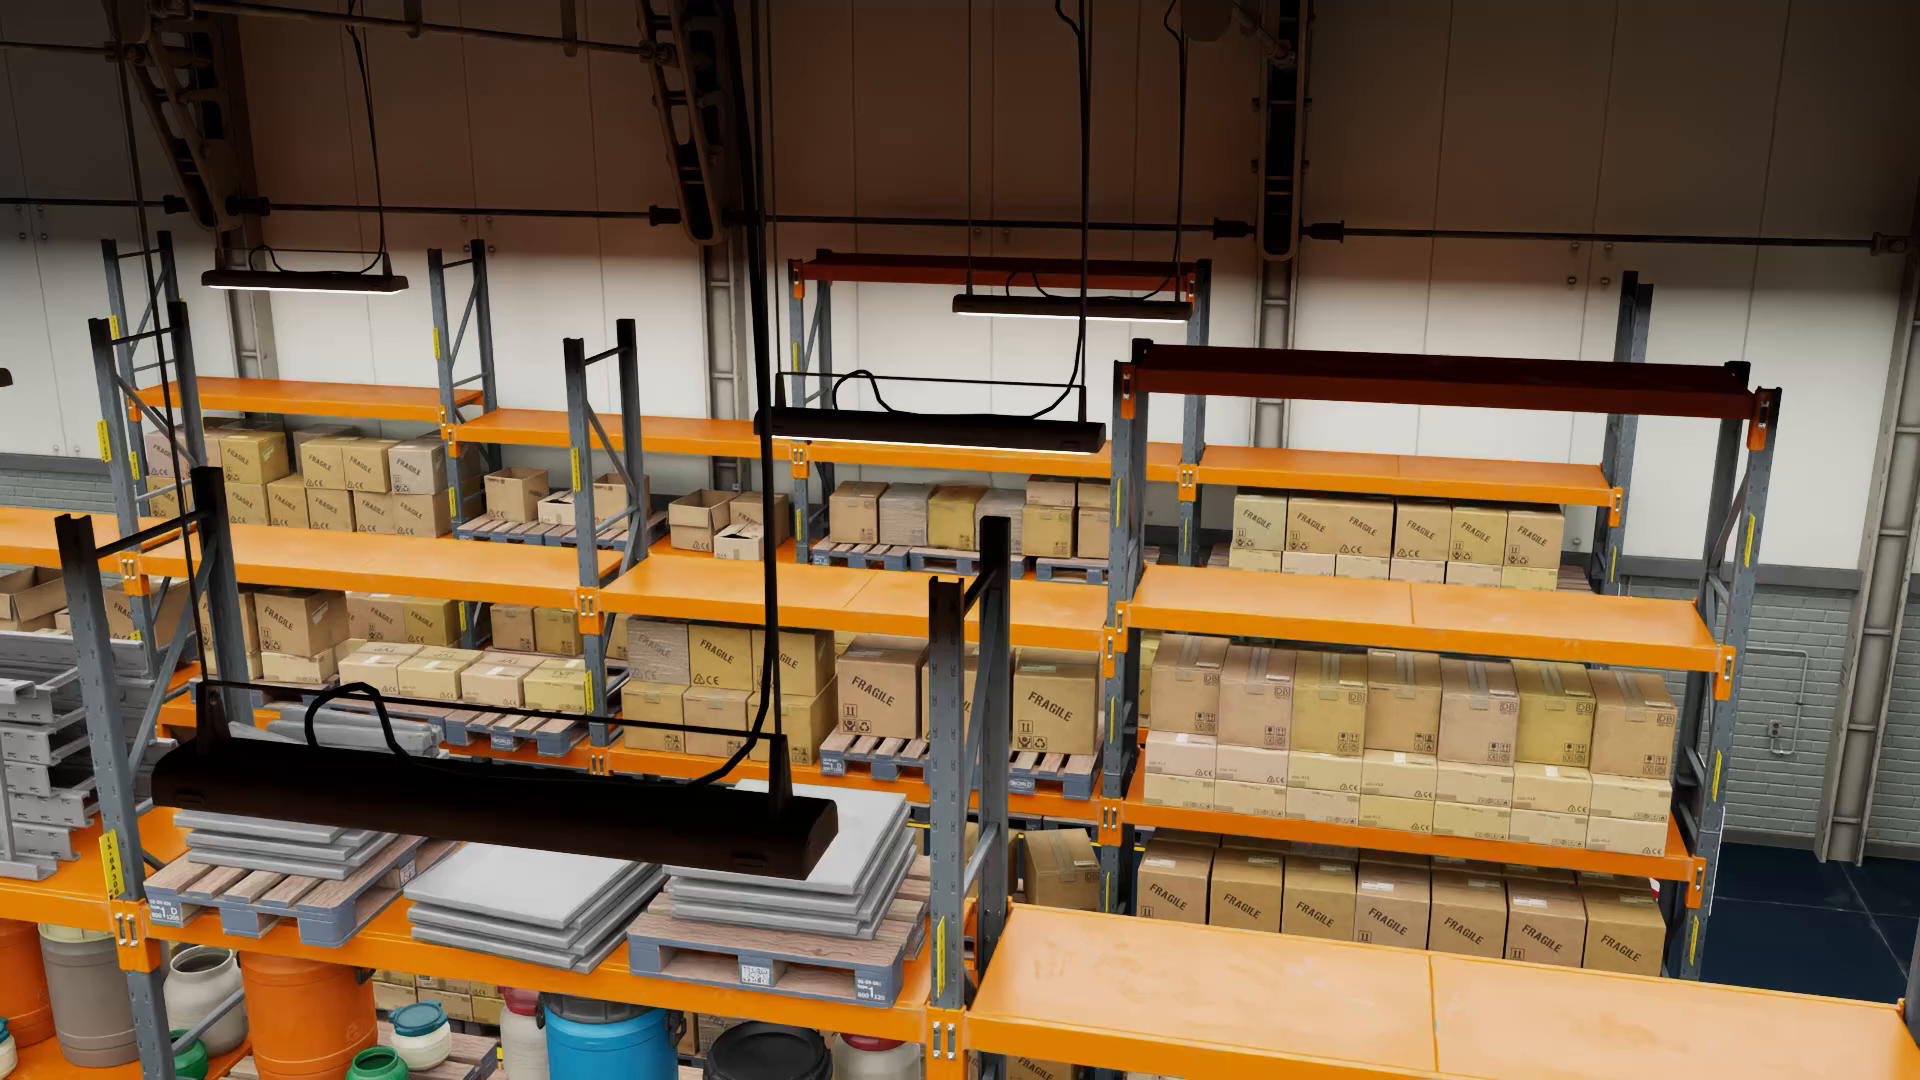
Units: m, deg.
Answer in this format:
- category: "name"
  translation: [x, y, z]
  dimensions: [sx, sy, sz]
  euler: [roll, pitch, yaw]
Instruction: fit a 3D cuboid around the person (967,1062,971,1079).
- category: "person"
  translation: [-0.170, 4.080, 11.459]
  dimensions: [1.031, 1.627, 0.534]
  euler: [5, 17, 17]
